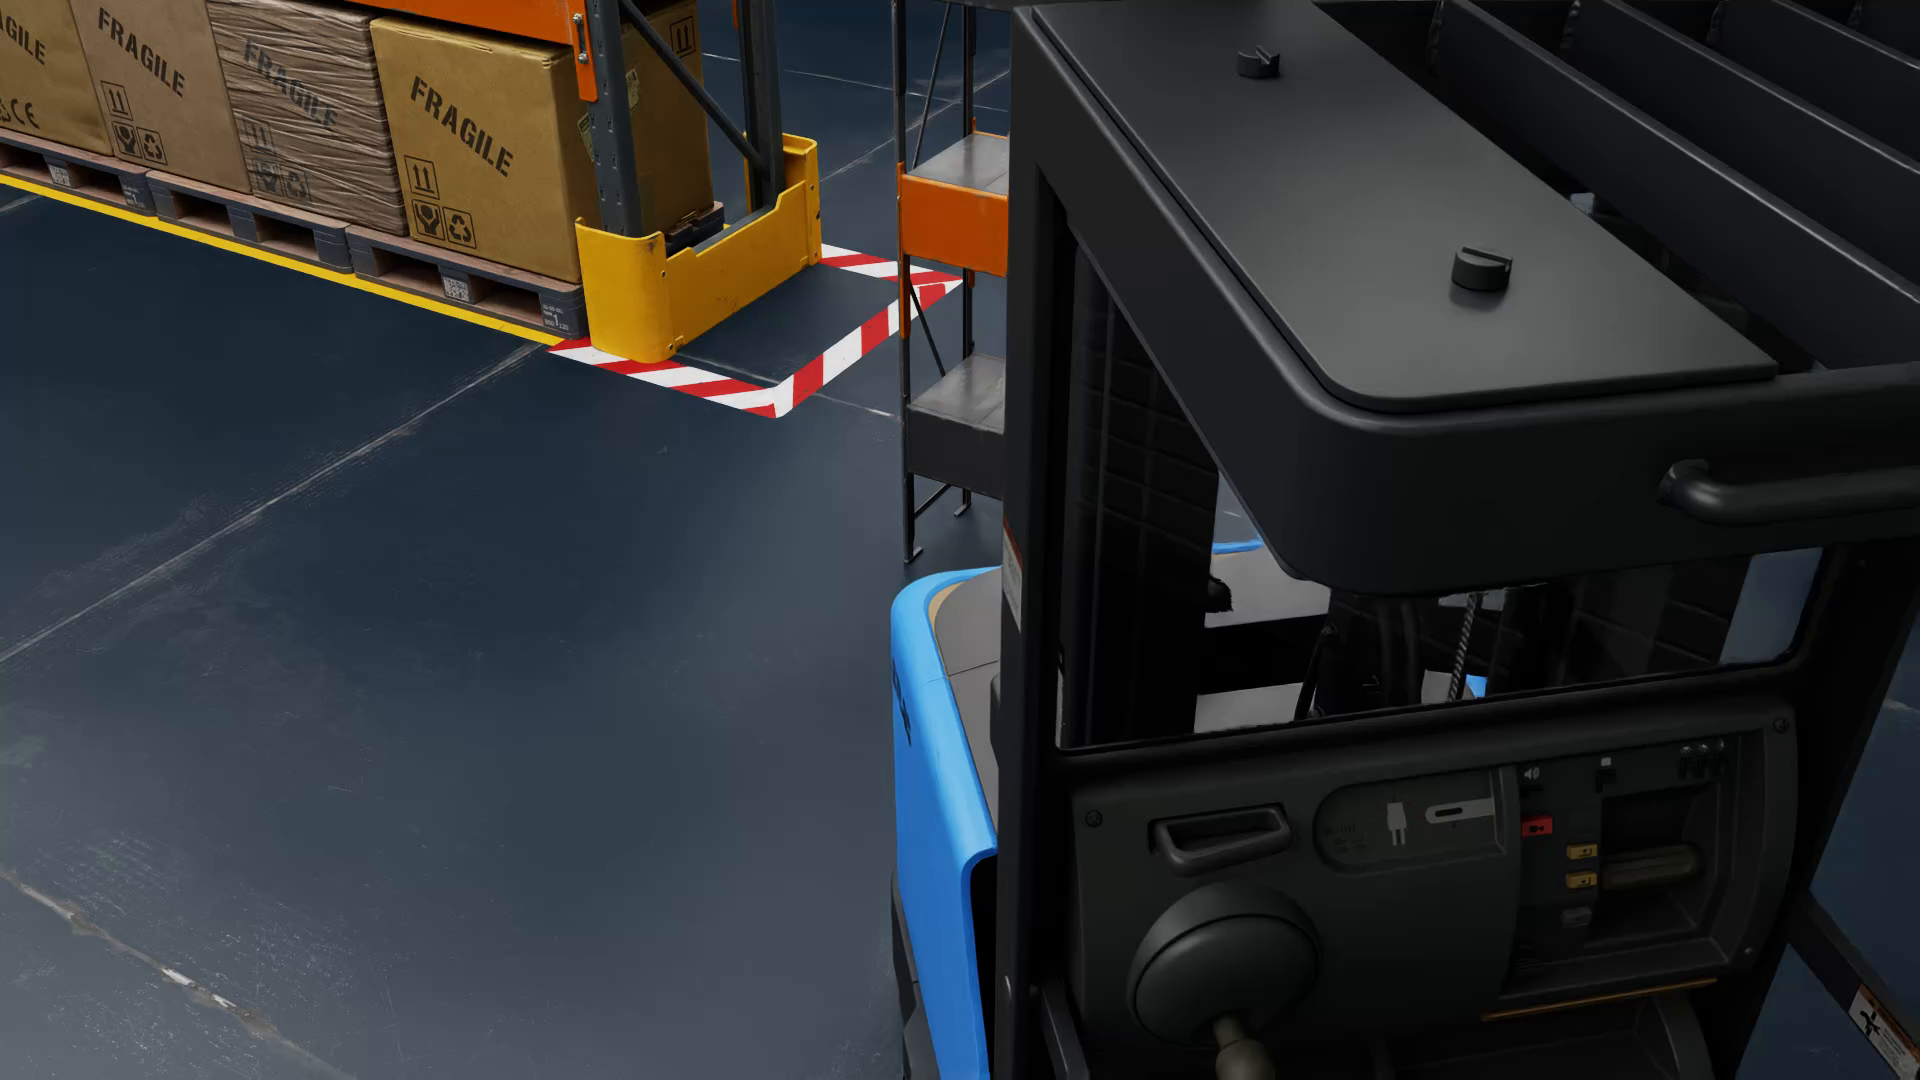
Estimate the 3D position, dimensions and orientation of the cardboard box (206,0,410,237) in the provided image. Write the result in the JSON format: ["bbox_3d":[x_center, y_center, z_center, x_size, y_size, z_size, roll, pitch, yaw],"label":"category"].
[{"bbox_3d":[-2.405,-1.909,6.949,0.875,0.875,0.875,18,37,24],"label":"cardboard box"}]

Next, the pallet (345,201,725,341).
[{"bbox_3d":[-1.752,-1.253,6.941,1.213,0.211,1.003,18,37,24],"label":"pallet"}]

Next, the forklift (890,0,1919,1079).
[{"bbox_3d":[0.635,0.493,1.865,1.130,2.935,3.031,-6,34,-9],"label":"forklift"}]

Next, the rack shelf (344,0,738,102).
[{"bbox_3d":[-2.756,-2.482,6.920,4.000,0.370,1.077,18,37,24],"label":"rack shelf"}]

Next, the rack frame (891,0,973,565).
[{"bbox_3d":[-0.068,-0.896,4.700,0.015,2.100,0.400,18,37,24],"label":"rack frame"}]

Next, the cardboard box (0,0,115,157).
[{"bbox_3d":[-3.959,-2.402,7.688,0.875,0.875,0.875,18,37,24],"label":"cardboard box"}]

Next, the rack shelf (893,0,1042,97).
[{"bbox_3d":[0.144,-1.400,4.219,0.480,0.518,0.431,18,37,24],"label":"rack shelf"}]

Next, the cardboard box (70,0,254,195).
[{"bbox_3d":[-3.177,-2.154,7.317,0.875,0.875,0.875,18,37,24],"label":"cardboard box"}]

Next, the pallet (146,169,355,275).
[{"bbox_3d":[-2.807,-1.589,7.445,1.213,0.211,1.003,18,37,24],"label":"pallet"}]

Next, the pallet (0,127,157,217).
[{"bbox_3d":[-3.871,-1.924,7.948,1.213,0.211,1.003,18,37,24],"label":"pallet"}]

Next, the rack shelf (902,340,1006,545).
[{"bbox_3d":[0.144,-0.234,4.995,0.480,0.518,0.431,18,37,24],"label":"rack shelf"}]

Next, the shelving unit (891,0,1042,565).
[{"bbox_3d":[0.144,-0.828,4.600,0.503,2.100,0.431,18,37,24],"label":"shelving unit"}]

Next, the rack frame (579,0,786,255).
[{"bbox_3d":[-1.019,-2.231,5.894,0.127,3.000,1.000,18,37,24],"label":"rack frame"}]

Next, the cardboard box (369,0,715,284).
[{"bbox_3d":[-1.615,-1.659,6.573,0.875,0.875,0.875,18,37,24],"label":"cardboard box"}]

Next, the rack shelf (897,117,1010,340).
[{"bbox_3d":[0.144,-0.817,4.607,0.480,0.518,0.431,18,37,24],"label":"rack shelf"}]

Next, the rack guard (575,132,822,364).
[{"bbox_3d":[-0.998,-1.184,6.577,0.348,0.500,1.175,18,37,24],"label":"rack guard"}]
